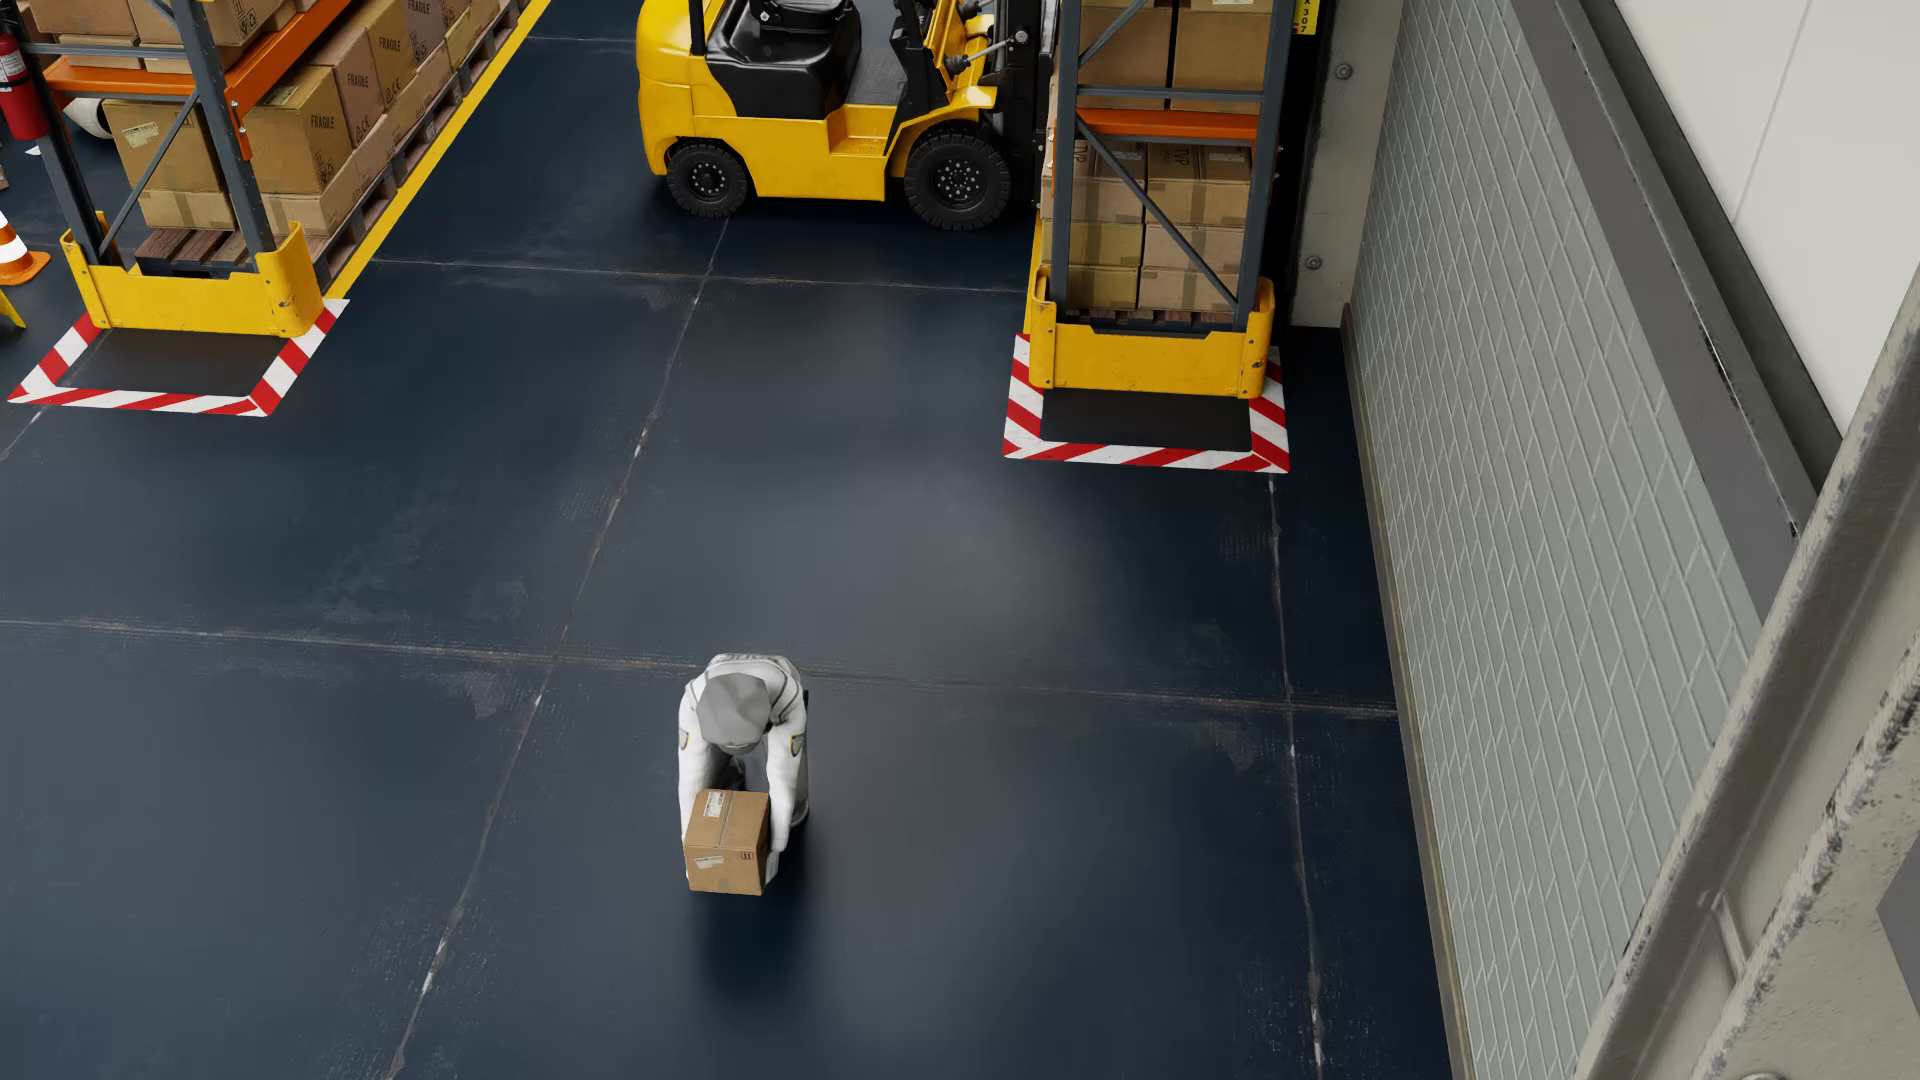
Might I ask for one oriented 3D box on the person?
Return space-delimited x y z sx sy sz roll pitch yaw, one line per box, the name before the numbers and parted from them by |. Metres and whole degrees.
person | -0.759 0.707 5.868 0.471 0.976 0.844 3 40 3
